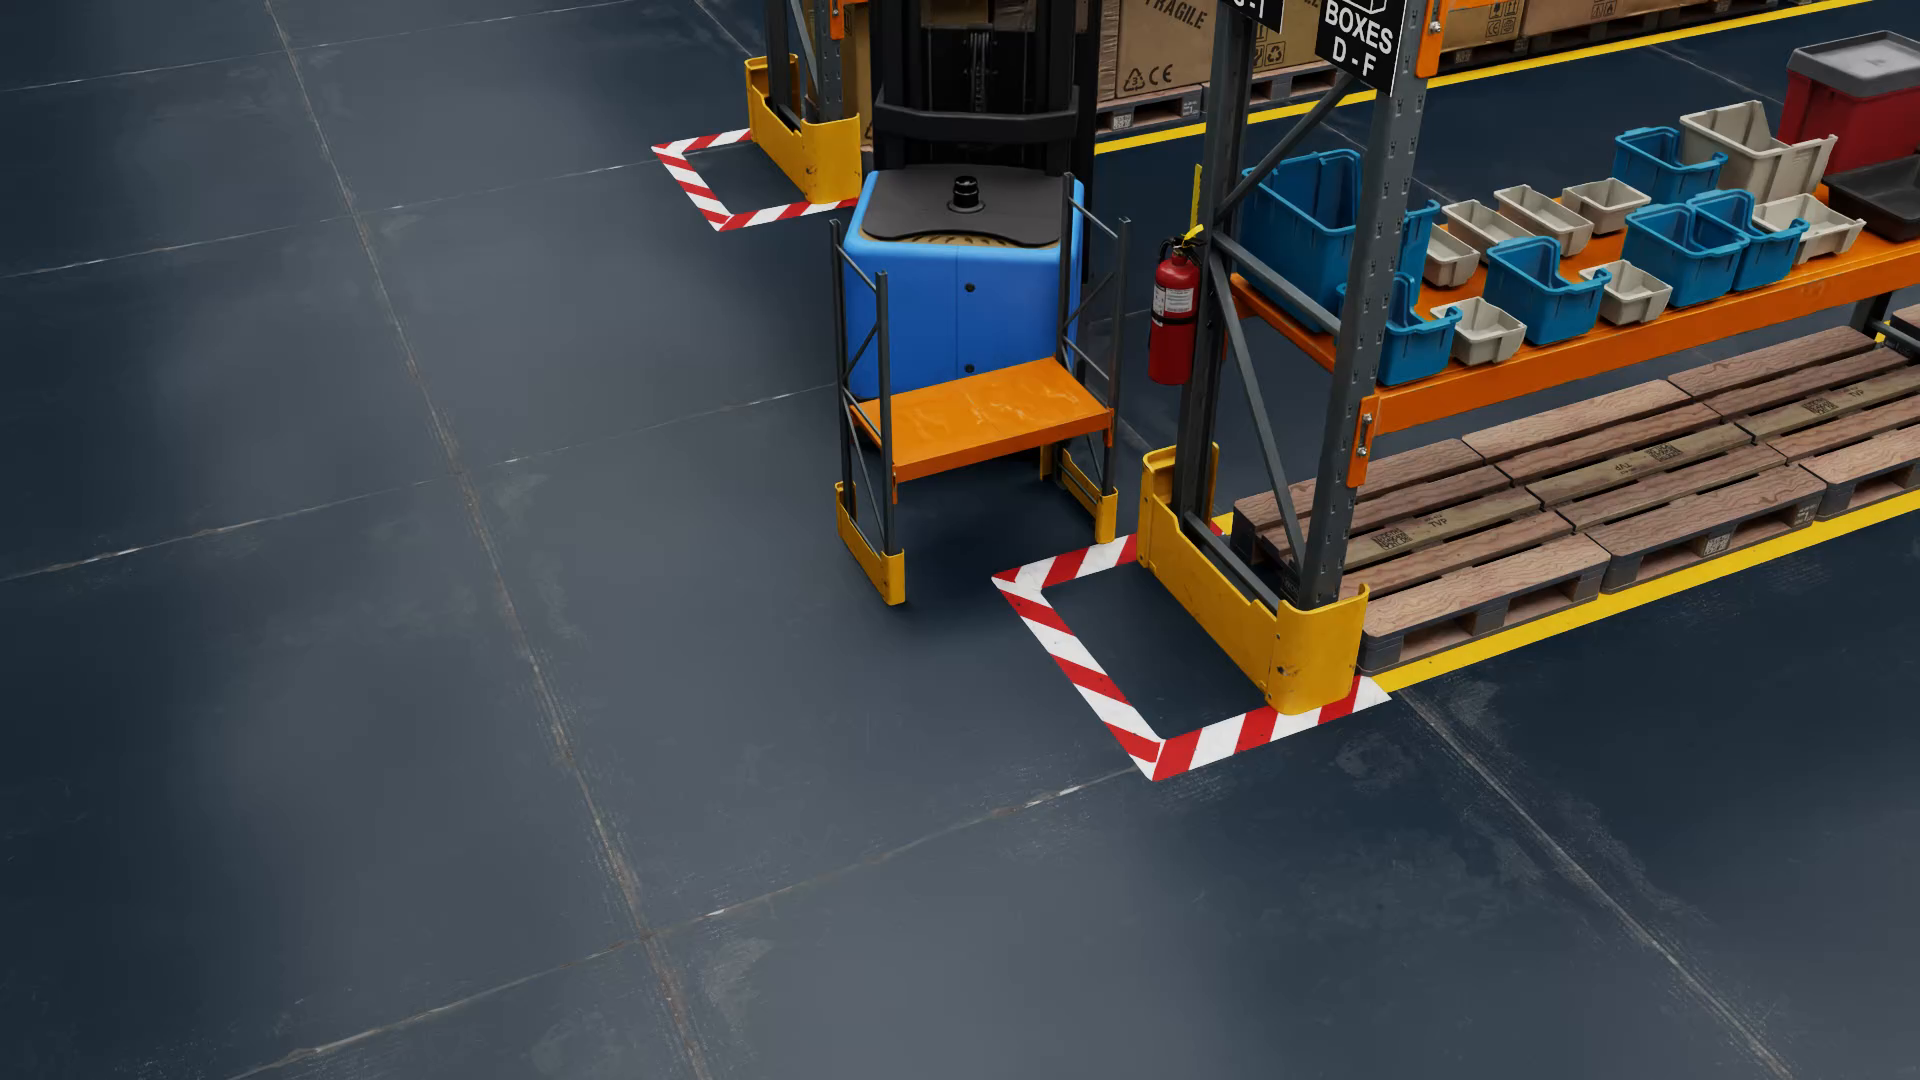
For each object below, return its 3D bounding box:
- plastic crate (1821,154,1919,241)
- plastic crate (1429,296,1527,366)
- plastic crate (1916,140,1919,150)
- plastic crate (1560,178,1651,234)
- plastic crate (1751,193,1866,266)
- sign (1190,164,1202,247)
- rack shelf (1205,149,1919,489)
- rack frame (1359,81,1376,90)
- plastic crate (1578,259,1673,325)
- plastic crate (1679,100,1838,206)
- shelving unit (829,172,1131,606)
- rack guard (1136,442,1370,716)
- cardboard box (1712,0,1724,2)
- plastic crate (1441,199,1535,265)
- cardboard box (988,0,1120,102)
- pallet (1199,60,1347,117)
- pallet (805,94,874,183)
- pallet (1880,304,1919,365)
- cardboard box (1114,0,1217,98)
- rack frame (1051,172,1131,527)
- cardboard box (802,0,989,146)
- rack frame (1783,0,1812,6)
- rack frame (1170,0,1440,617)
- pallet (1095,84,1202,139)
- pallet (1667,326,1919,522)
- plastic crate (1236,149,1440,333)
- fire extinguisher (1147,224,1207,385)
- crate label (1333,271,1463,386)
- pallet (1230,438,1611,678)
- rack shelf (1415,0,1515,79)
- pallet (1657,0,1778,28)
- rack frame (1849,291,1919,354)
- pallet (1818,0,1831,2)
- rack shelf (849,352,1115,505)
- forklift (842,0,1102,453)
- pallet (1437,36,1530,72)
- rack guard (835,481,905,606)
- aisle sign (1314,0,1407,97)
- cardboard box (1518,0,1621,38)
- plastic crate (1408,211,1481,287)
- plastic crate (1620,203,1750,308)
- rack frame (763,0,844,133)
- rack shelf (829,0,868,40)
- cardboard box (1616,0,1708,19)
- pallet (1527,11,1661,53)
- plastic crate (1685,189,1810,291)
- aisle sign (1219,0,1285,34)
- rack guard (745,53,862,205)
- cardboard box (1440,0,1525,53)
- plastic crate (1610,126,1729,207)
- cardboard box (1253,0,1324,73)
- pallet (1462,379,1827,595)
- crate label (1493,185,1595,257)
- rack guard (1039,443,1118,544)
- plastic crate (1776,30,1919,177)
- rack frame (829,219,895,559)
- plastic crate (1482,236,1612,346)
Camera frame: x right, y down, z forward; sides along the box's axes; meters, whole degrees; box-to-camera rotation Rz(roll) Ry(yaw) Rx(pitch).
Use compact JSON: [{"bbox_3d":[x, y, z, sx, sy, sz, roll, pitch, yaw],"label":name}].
[{"bbox_3d":[3.876,-1.391,6.788,0.590,0.125,0.437,-16,39,-20],"label":"plastic crate"},{"bbox_3d":[1.843,-0.733,5.891,0.298,0.136,0.250,-16,39,-20],"label":"plastic crate"},{"bbox_3d":[4.293,-1.783,7.307,0.243,0.136,0.396,-16,39,-20],"label":"plastic crate"},{"bbox_3d":[2.585,-1.350,6.723,0.250,0.136,0.298,-16,39,-20],"label":"plastic crate"},{"bbox_3d":[3.326,-1.221,6.549,0.466,0.136,0.293,-16,39,-20],"label":"plastic crate"},{"bbox_3d":[0.905,-1.251,6.282,0.005,0.325,0.100,-16,39,-20],"label":"sign"},{"bbox_3d":[2.964,-1.111,6.833,4.000,0.370,1.077,-16,39,-20],"label":"rack shelf"},{"bbox_3d":[2.670,-4.577,10.903,0.127,3.000,1.000,-16,39,-20],"label":"rack frame"},{"bbox_3d":[2.457,-0.905,6.123,0.298,0.136,0.250,-16,39,-20],"label":"plastic crate"},{"bbox_3d":[3.314,-1.595,6.932,0.530,0.282,0.437,-16,39,-20],"label":"plastic crate"},{"bbox_3d":[0.069,-0.622,6.829,1.083,1.500,0.587,-16,39,-20],"label":"shelving unit"},{"bbox_3d":[1.137,0.124,6.664,0.348,0.500,1.175,-16,39,-20],"label":"rack guard"},{"bbox_3d":[5.658,-4.741,12.555,0.875,0.875,1.225,-17,40,-22],"label":"cardboard box"},{"bbox_3d":[2.083,-1.181,6.496,0.243,0.136,0.396,-16,39,-20],"label":"plastic crate"},{"bbox_3d":[0.418,-3.315,10.633,0.875,0.875,0.875,-16,39,-20],"label":"cardboard box"},{"bbox_3d":[1.949,-3.307,11.531,1.213,0.211,1.003,-16,39,-20],"label":"pallet"},{"bbox_3d":[-0.260,-2.689,10.698,1.213,0.211,1.003,-16,39,-20],"label":"pallet"},{"bbox_3d":[5.491,-0.959,8.365,1.213,0.211,1.003,-16,39,-20],"label":"pallet"},{"bbox_3d":[1.224,-3.540,10.936,0.875,0.875,0.875,-16,39,-20],"label":"cardboard box"},{"bbox_3d":[0.537,-0.753,7.006,0.032,1.500,0.500,-16,39,-20],"label":"rack frame"},{"bbox_3d":[-0.405,-3.085,10.322,0.875,0.875,0.875,-16,39,-20],"label":"cardboard box"},{"bbox_3d":[6.291,-5.589,12.268,0.127,3.000,1.000,-16,39,-20],"label":"rack frame"},{"bbox_3d":[1.154,-0.893,5.937,0.127,3.000,1.000,-16,39,-20],"label":"rack frame"},{"bbox_3d":[0.843,-2.995,11.111,1.213,0.211,1.003,-16,39,-20],"label":"pallet"},{"bbox_3d":[4.126,-0.579,7.853,1.213,0.211,1.003,-16,39,-20],"label":"pallet"},{"bbox_3d":[1.377,-1.117,6.158,0.499,0.435,0.616,-16,39,-20],"label":"plastic crate"},{"bbox_3d":[0.824,-0.919,6.350,0.183,0.674,0.296,-16,39,-20],"label":"fire extinguisher"},{"bbox_3d":[1.517,-0.735,5.813,0.303,0.233,0.416,-16,39,-20],"label":"crate label"},{"bbox_3d":[1.917,0.039,7.021,1.213,0.211,1.003,-16,39,-20],"label":"pallet"},{"bbox_3d":[2.964,-2.315,5.940,4.000,0.370,1.077,-16,39,-20],"label":"rack shelf"},{"bbox_3d":[5.546,-4.310,12.884,1.213,0.211,1.003,-16,39,-20],"label":"pallet"},{"bbox_3d":[4.775,-1.906,7.302,0.127,3.000,1.000,-16,39,-20],"label":"rack frame"},{"bbox_3d":[6.999,-4.666,13.364,1.213,0.211,1.003,-16,39,-20],"label":"pallet"},{"bbox_3d":[0.077,-0.480,6.940,1.000,0.185,0.538,-16,39,-20],"label":"rack shelf"},{"bbox_3d":[0.143,-2.440,8.079,1.130,2.935,3.031,4,37,5],"label":"forklift"},{"bbox_3d":[3.337,-3.693,12.052,1.213,0.211,1.003,-16,39,-20],"label":"pallet"},{"bbox_3d":[-0.382,0.006,7.032,0.087,0.250,0.587,-16,39,-20],"label":"rack guard"},{"bbox_3d":[1.215,-1.759,4.922,0.004,0.787,0.394,-16,39,-20],"label":"aisle sign"},{"bbox_3d":[4.050,-4.292,11.949,0.875,0.875,1.225,-17,40,-21],"label":"cardboard box"},{"bbox_3d":[1.815,-1.116,6.407,0.243,0.136,0.396,-16,39,-20],"label":"plastic crate"},{"bbox_3d":[2.709,-1.068,6.263,0.300,0.233,0.416,-16,39,-20],"label":"plastic crate"},{"bbox_3d":[-0.951,-3.564,9.538,0.127,3.000,1.000,-16,39,-20],"label":"rack frame"},{"bbox_3d":[0.860,-3.782,10.435,4.000,0.370,1.077,-16,39,-20],"label":"rack shelf"},{"bbox_3d":[4.847,-4.520,12.257,0.875,0.875,1.225,-15,39,-20],"label":"cardboard box"},{"bbox_3d":[4.443,-4.004,12.471,1.213,0.211,1.003,-16,39,-20],"label":"pallet"},{"bbox_3d":[2.981,-1.144,6.365,0.300,0.233,0.416,-16,39,-20],"label":"plastic crate"},{"bbox_3d":[0.964,-2.077,5.351,0.004,0.787,0.394,-16,39,-20],"label":"aisle sign"},{"bbox_3d":[-0.972,-2.554,10.274,0.348,0.500,1.175,-16,39,-20],"label":"rack guard"},{"bbox_3d":[3.241,-4.065,11.644,0.875,0.875,1.225,-15,39,-20],"label":"cardboard box"},{"bbox_3d":[2.904,-1.508,6.856,0.300,0.233,0.416,-16,39,-20],"label":"plastic crate"},{"bbox_3d":[2.039,-3.768,11.244,0.875,0.875,0.875,-16,39,-20],"label":"cardboard box"},{"bbox_3d":[3.020,-0.268,7.434,1.213,0.211,1.003,-16,39,-20],"label":"pallet"},{"bbox_3d":[2.325,-1.265,6.608,0.243,0.136,0.396,-16,39,-20],"label":"crate label"},{"bbox_3d":[0.520,-0.246,7.371,0.087,0.250,0.587,-16,39,-20],"label":"rack guard"},{"bbox_3d":[3.860,-1.865,7.142,0.583,0.464,0.402,-16,39,-20],"label":"plastic crate"},{"bbox_3d":[-0.383,-0.495,6.659,0.032,1.500,0.500,-16,39,-20],"label":"rack frame"},{"bbox_3d":[2.113,-0.902,6.038,0.300,0.233,0.416,-16,39,-20],"label":"plastic crate"}]
